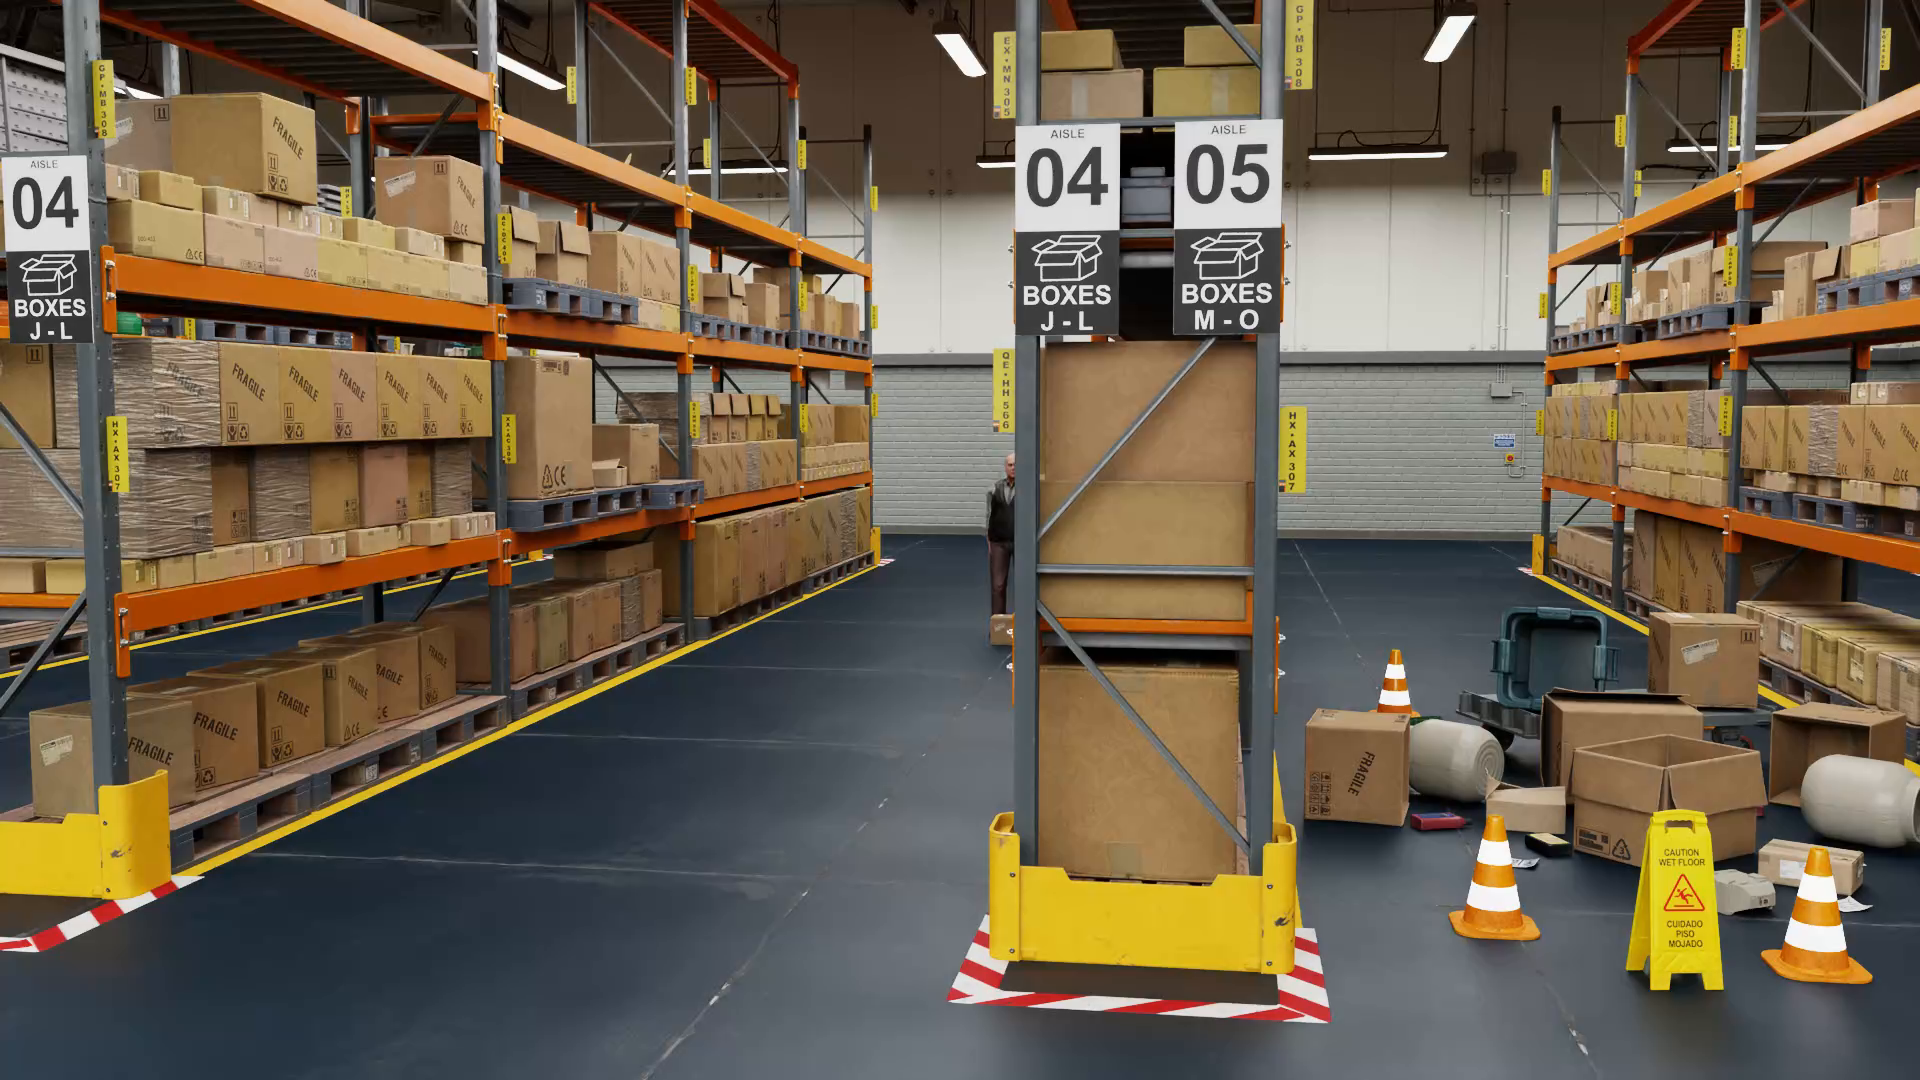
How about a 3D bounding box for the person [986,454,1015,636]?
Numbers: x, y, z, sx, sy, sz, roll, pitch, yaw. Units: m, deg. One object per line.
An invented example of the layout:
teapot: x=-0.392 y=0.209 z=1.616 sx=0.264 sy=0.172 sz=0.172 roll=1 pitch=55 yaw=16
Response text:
person: x=0.499 y=0.101 z=15.630 sx=0.532 sy=1.633 sz=0.357 roll=1 pitch=4 yaw=10
